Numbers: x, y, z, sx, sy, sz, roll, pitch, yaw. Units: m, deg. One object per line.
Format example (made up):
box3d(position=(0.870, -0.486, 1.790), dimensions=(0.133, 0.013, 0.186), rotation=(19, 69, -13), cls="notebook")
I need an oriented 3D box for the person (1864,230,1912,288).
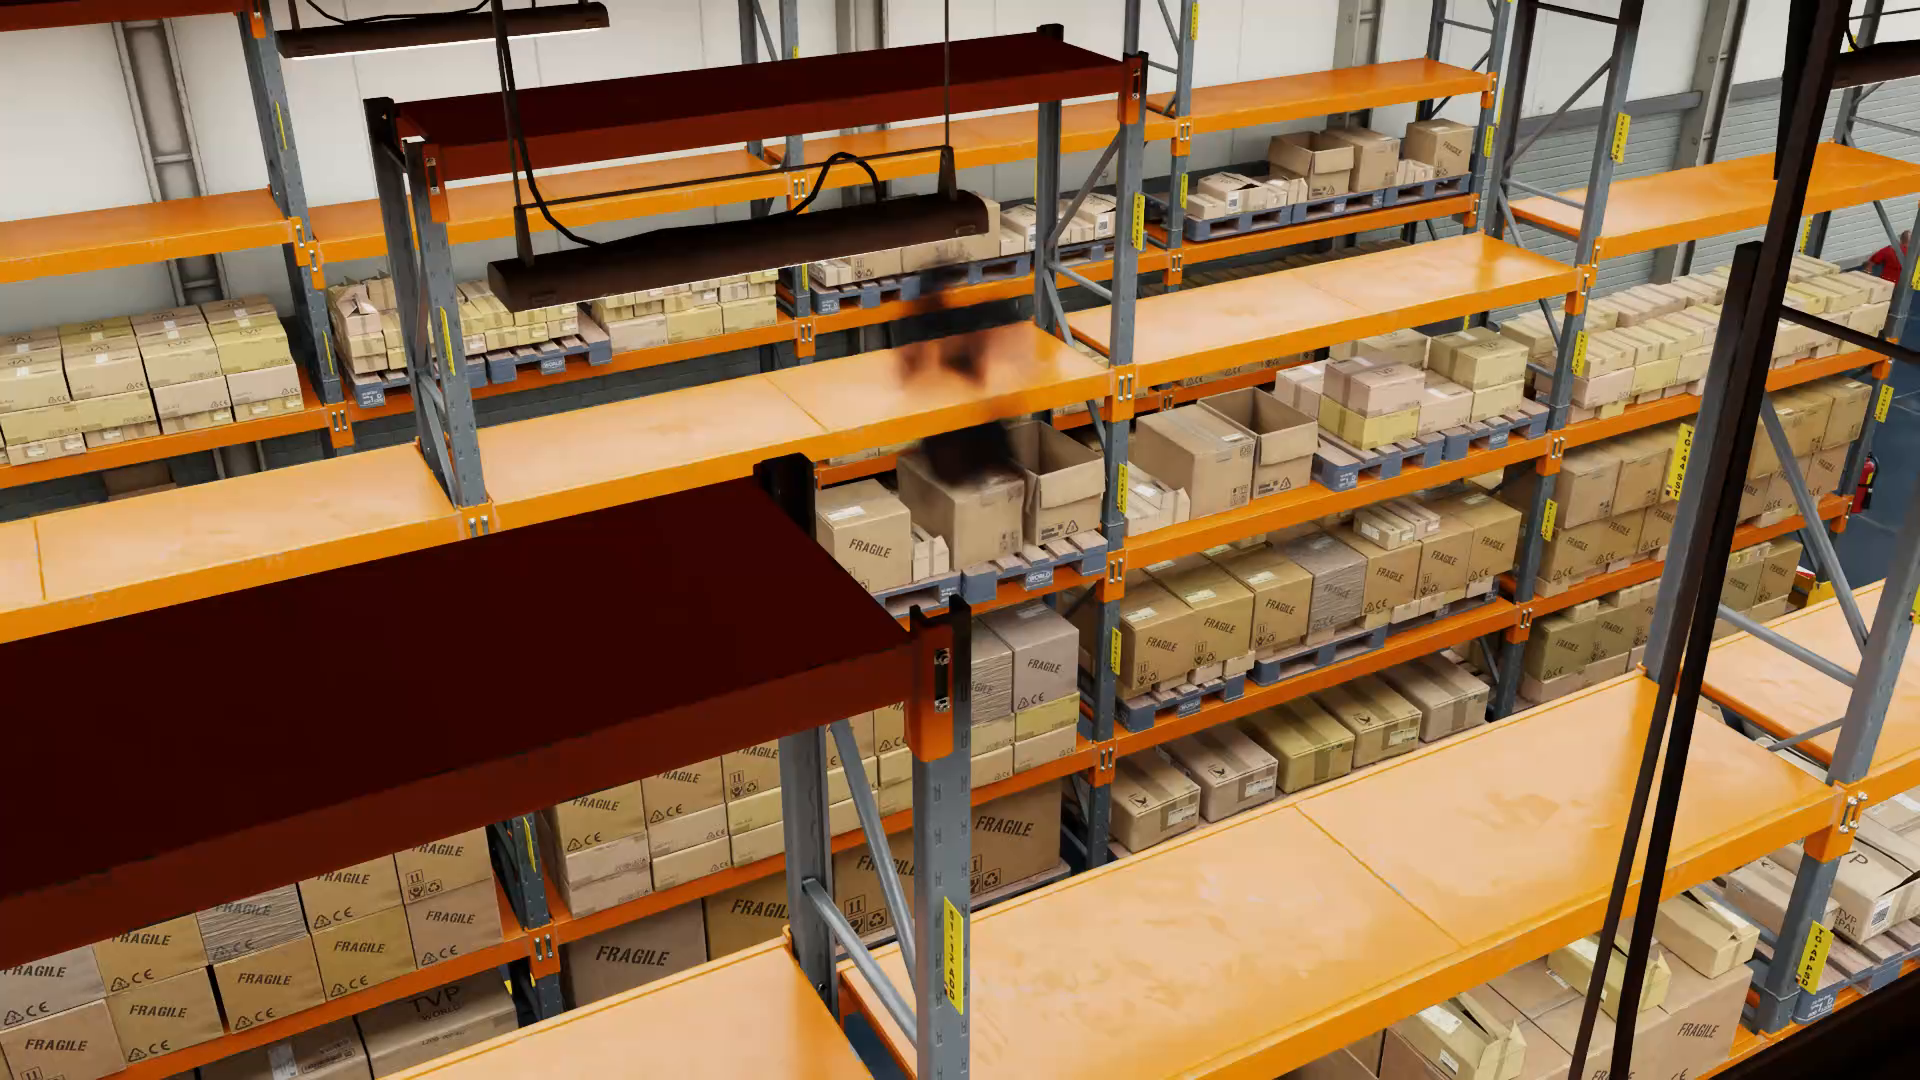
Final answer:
box3d(position=(11.824, -3.120, 21.080), dimensions=(0.585, 1.693, 0.705), rotation=(-21, 34, -34), cls="person")
